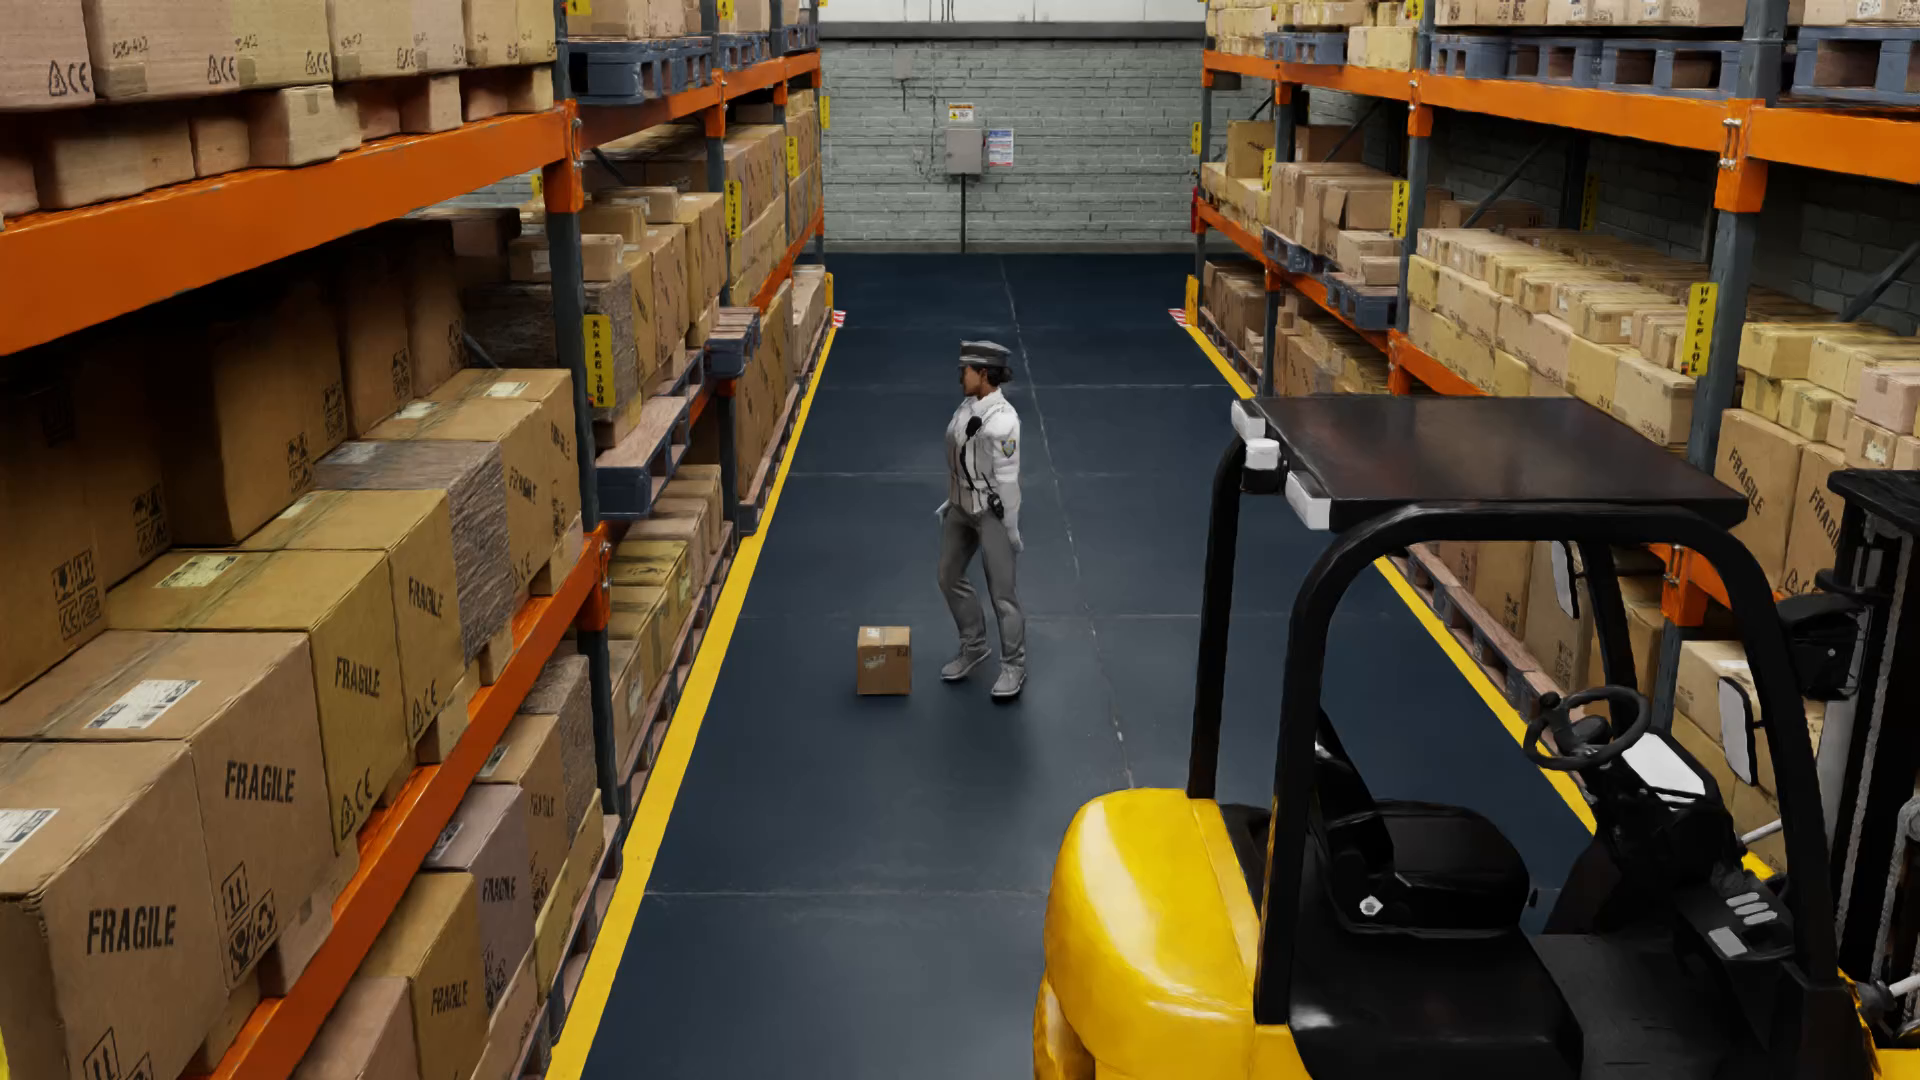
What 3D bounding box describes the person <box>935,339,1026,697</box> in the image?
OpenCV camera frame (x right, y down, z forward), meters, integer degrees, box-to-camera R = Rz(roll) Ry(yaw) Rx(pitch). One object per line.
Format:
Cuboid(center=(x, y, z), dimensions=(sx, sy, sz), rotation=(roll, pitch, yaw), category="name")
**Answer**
Cuboid(center=(0.098, -0.113, 7.844), dimensions=(0.377, 1.695, 0.553), rotation=(-9, 19, -26), category="person")
